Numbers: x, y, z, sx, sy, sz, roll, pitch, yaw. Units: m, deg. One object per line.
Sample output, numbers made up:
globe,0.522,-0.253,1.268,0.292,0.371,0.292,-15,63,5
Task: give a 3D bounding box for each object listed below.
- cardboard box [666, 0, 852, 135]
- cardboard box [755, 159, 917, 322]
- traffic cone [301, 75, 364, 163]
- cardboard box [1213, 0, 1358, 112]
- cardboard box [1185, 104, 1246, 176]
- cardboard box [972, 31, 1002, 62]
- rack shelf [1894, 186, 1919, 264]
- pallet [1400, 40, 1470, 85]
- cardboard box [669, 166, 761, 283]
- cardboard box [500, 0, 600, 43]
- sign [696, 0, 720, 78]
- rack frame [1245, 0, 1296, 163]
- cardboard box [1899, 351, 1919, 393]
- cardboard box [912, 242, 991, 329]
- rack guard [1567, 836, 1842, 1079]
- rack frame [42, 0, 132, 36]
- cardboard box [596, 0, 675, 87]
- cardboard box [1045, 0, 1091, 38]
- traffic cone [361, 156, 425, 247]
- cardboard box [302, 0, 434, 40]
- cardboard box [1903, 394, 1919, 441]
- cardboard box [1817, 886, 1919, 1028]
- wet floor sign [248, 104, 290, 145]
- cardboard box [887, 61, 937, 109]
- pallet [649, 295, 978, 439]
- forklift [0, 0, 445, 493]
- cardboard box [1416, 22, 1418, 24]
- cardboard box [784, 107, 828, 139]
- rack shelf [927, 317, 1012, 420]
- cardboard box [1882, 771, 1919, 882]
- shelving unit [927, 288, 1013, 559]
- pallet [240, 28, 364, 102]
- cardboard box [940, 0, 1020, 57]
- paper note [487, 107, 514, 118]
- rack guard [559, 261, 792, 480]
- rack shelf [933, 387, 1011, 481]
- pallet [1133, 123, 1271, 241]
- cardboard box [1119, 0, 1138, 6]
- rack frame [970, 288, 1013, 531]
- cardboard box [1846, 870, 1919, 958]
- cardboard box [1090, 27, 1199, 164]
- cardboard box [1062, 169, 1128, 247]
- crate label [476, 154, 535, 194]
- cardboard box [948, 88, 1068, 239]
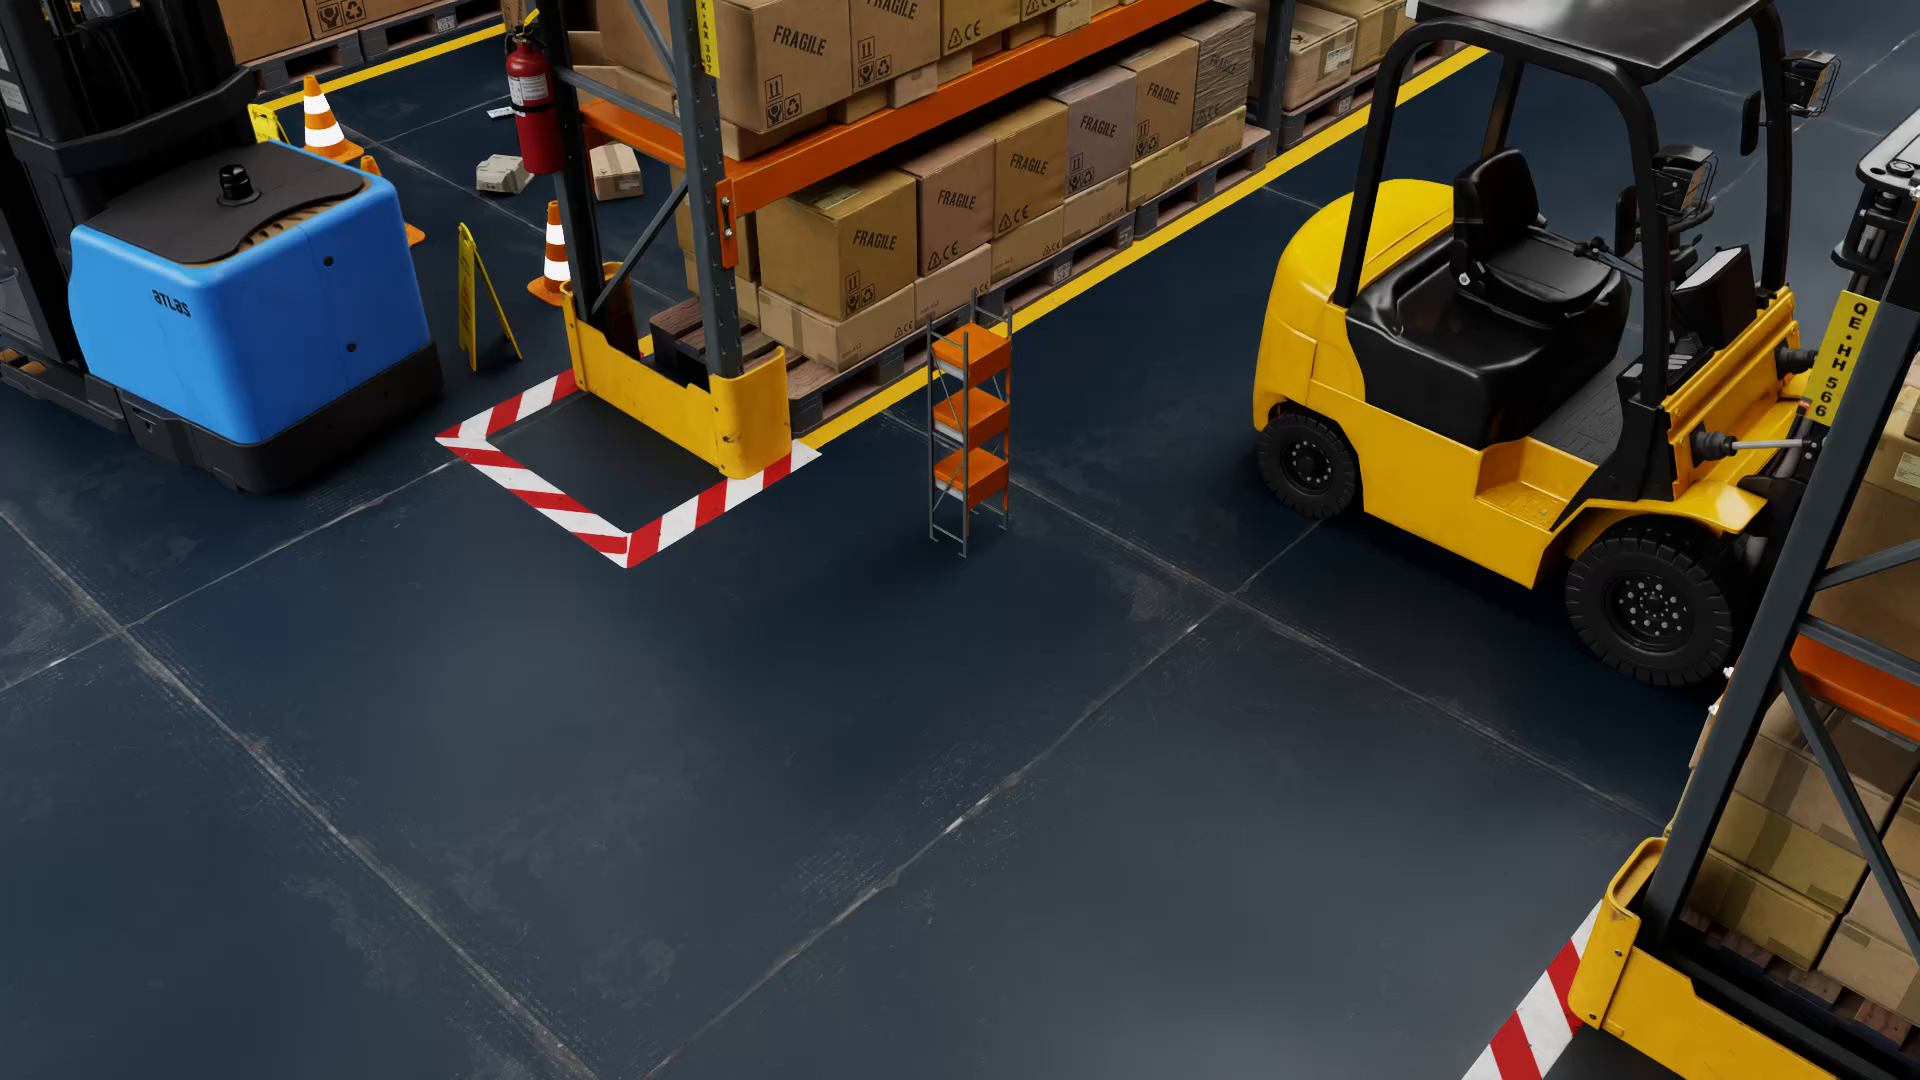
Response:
cardboard box,-0.779,-1.959,6.485,0.500,0.500,0.500,29,47,31
cardboard box,-0.539,-1.350,7.307,0.500,0.500,0.500,28,46,31
traffic cone,-3.619,-2.390,9.383,0.336,0.463,0.334,30,47,32
cardboard box,1.747,-2.918,9.784,0.950,0.372,0.625,30,47,32
cardboard box,1.195,-2.244,9.034,0.500,0.250,0.500,-32,48,-34
cardboard box,-0.034,-2.260,7.384,0.380,0.149,0.250,31,48,33
rack shelf,3.712,-1.432,4.308,1.077,0.370,4.000,30,47,32
pallet,2.742,-3.370,10.819,1.003,0.211,1.213,30,47,32
cardboard box,-0.955,-1.562,7.573,0.500,0.500,0.500,30,47,32
cardboard box,-2.617,-3.451,10.686,0.500,0.500,0.500,-26,45,-29
sign,-0.903,-1.814,5.925,0.100,0.325,0.005,30,47,32
rack frame,1.395,-3.540,8.792,1.000,3.000,0.127,30,47,32
cardboard box,2.541,-0.320,4.141,0.380,0.149,0.250,30,48,33
cardboard box,-0.205,-1.277,7.817,0.500,0.250,0.500,31,48,33
rack guard,2.347,1.369,4.626,1.175,0.500,0.348,30,47,32
rack frame,-5.025,-3.735,9.037,1.000,3.000,0.127,30,47,32
cardboard box,-1.141,-2.223,6.817,0.500,0.500,0.500,29,47,31
cardboard box,0.379,-2.460,7.635,0.380,0.149,0.250,30,47,32
traffic cone,-3.014,-1.759,8.590,0.336,0.463,0.334,30,47,32
cardboard box,-4.025,-3.812,10.503,0.875,0.875,0.875,29,47,31
cardboard box,2.449,-0.283,3.855,0.380,0.149,0.250,30,47,32
cardboard box,2.839,1.148,4.768,0.500,0.250,0.500,30,47,32
wet floor sign,-3.583,-1.969,8.707,0.267,0.644,0.232,22,43,25
cardboard box,-0.318,-1.981,7.033,0.380,0.149,0.250,30,48,32
pallet,-0.678,-1.005,7.844,1.003,0.211,1.213,30,47,32
forklift,-3.847,-2.043,6.964,3.031,2.935,1.130,22,43,25
cardboard box,2.698,-3.570,10.604,0.950,0.372,0.625,31,48,33
cardboard box,-0.762,-1.796,6.800,0.380,0.149,0.250,30,48,32
rack shelf,0.036,-0.649,6.284,0.215,0.259,0.240,30,47,32
cardboard box,2.827,0.759,4.454,0.500,0.250,0.500,29,47,31
shelving unit,0.036,-0.435,6.454,0.215,1.050,0.252,30,47,32
pallet,-4.544,-3.043,10.408,1.003,0.211,1.213,30,47,32
cardboard box,-0.089,-2.433,7.081,0.500,0.500,0.500,29,47,31
paper note,-2.742,-2.560,9.947,0.142,0.017,0.144,-18,42,-21
rack guard,-1.252,-0.759,7.303,1.175,0.500,0.348,30,47,32
rack shelf,0.036,-0.427,6.461,0.215,0.259,0.240,30,47,32
pallet,0.968,-2.126,9.253,1.003,0.211,1.213,30,47,32
cardboard box,0.720,-2.698,7.935,0.380,0.149,0.250,29,47,31
rack frame,0.118,-0.492,6.525,0.200,1.050,0.008,30,47,32
cardboard box,2.834,0.967,4.594,0.500,0.250,0.500,31,48,33
cardboard box,0.852,-2.303,8.506,0.500,0.500,0.500,31,48,33
cardboard box,0.496,-1.764,8.430,0.500,0.250,0.500,30,48,32
crate label,-2.530,-2.019,9.178,0.250,0.136,0.298,8,39,10
cardboard box,0.155,-1.819,7.897,0.500,0.500,0.500,31,48,33
